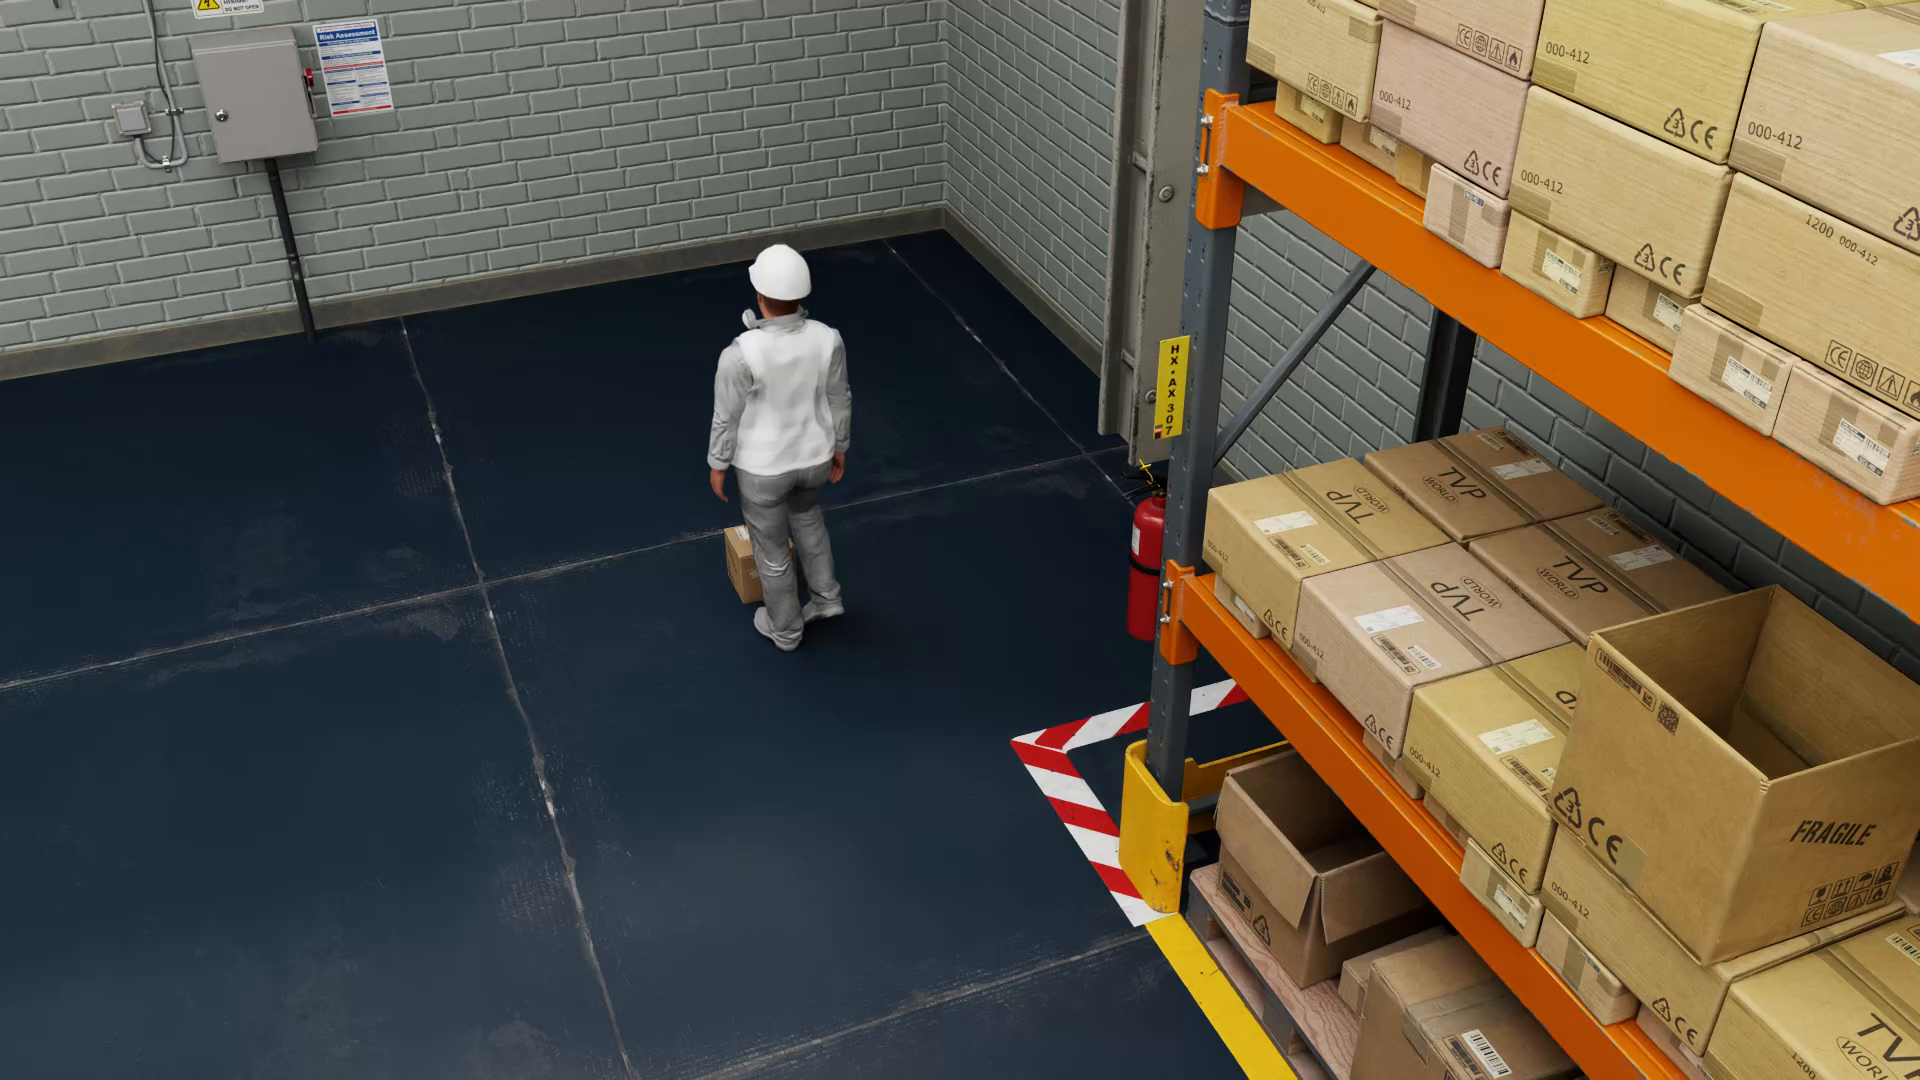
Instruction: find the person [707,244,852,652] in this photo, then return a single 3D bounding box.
[{"bbox_3d":[-0.738,-0.336,6.639,0.577,1.800,0.431,-20,38,-27],"label":"person"}]
